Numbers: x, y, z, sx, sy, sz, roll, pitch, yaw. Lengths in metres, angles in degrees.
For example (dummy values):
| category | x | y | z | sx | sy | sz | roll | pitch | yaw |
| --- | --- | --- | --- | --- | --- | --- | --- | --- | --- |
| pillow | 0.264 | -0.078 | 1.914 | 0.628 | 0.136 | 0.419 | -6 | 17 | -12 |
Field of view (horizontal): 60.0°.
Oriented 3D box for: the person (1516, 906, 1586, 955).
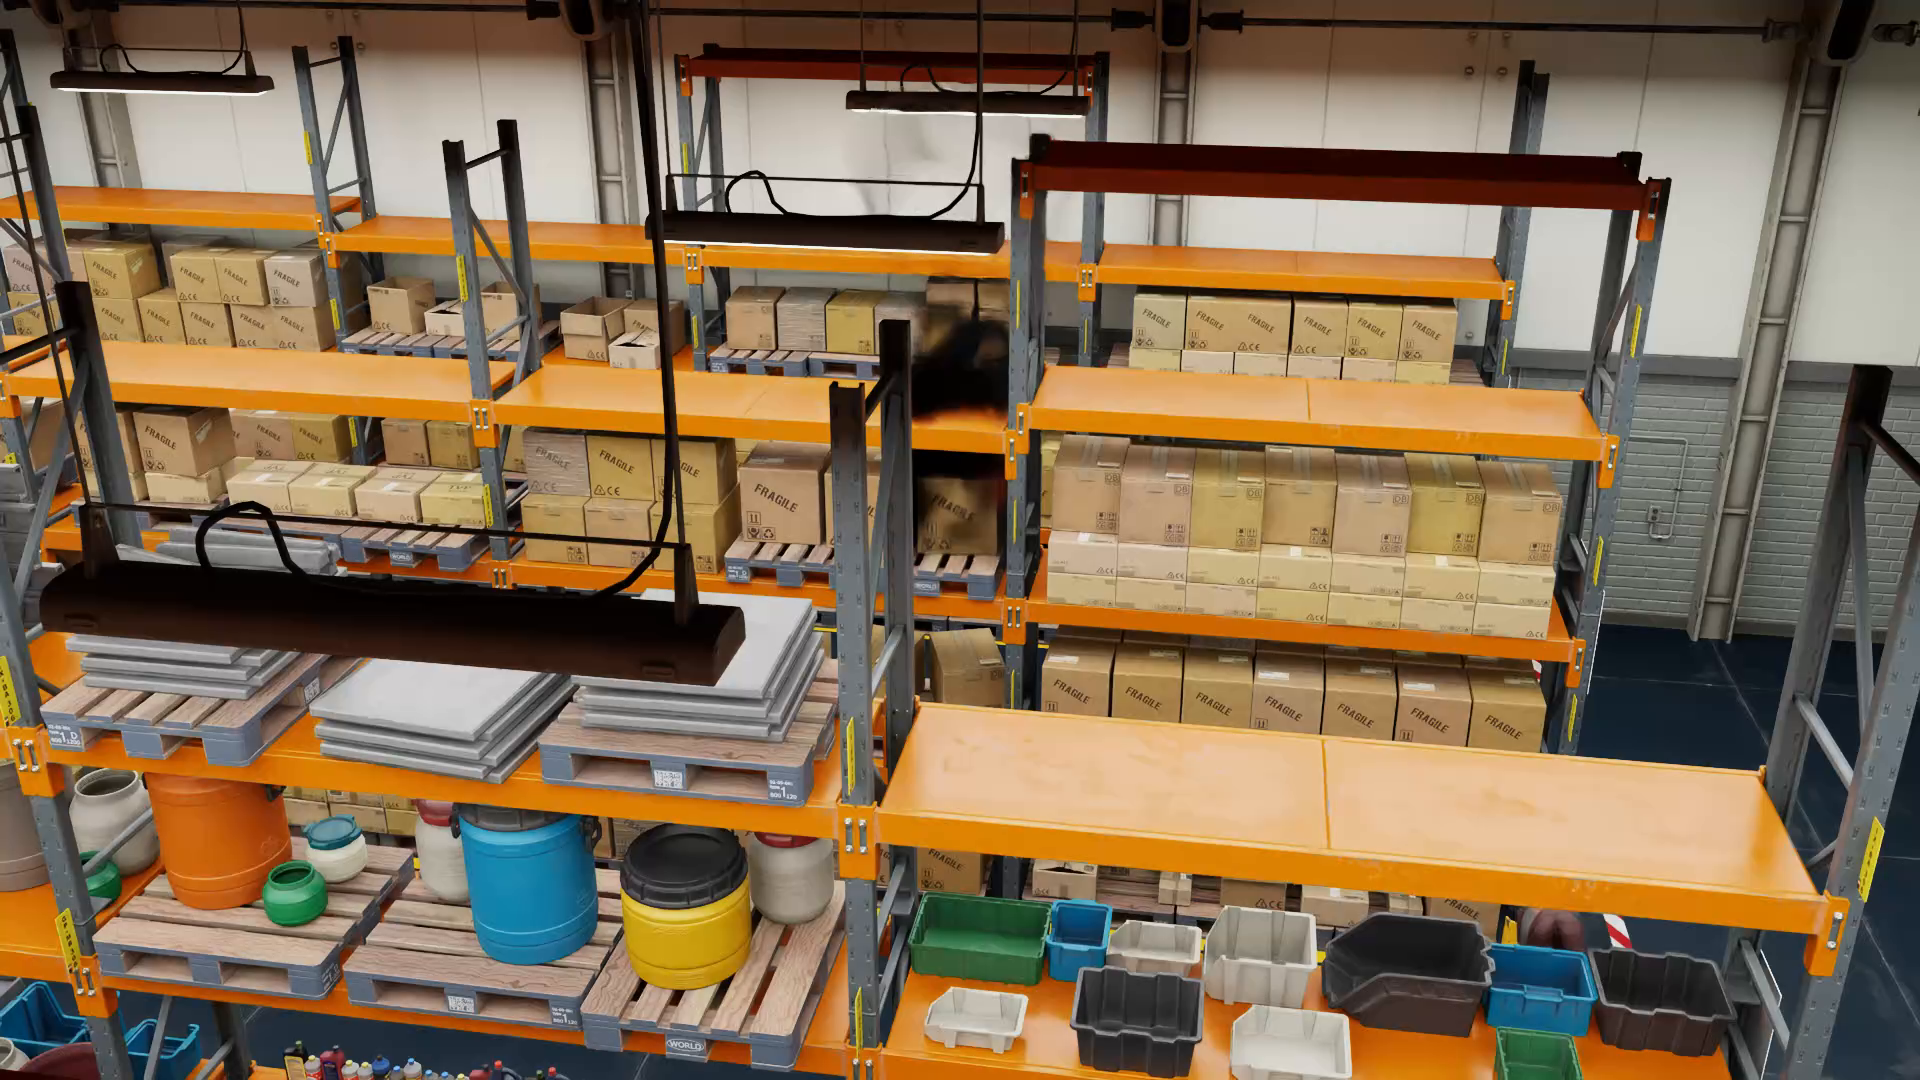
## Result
| category | x | y | z | sx | sy | sz | roll | pitch | yaw |
| --- | --- | --- | --- | --- | --- | --- | --- | --- | --- |
| person | 3.883 | 2.936 | 11.118 | 0.932 | 1.748 | 0.715 | -7 | 24 | -15 |
